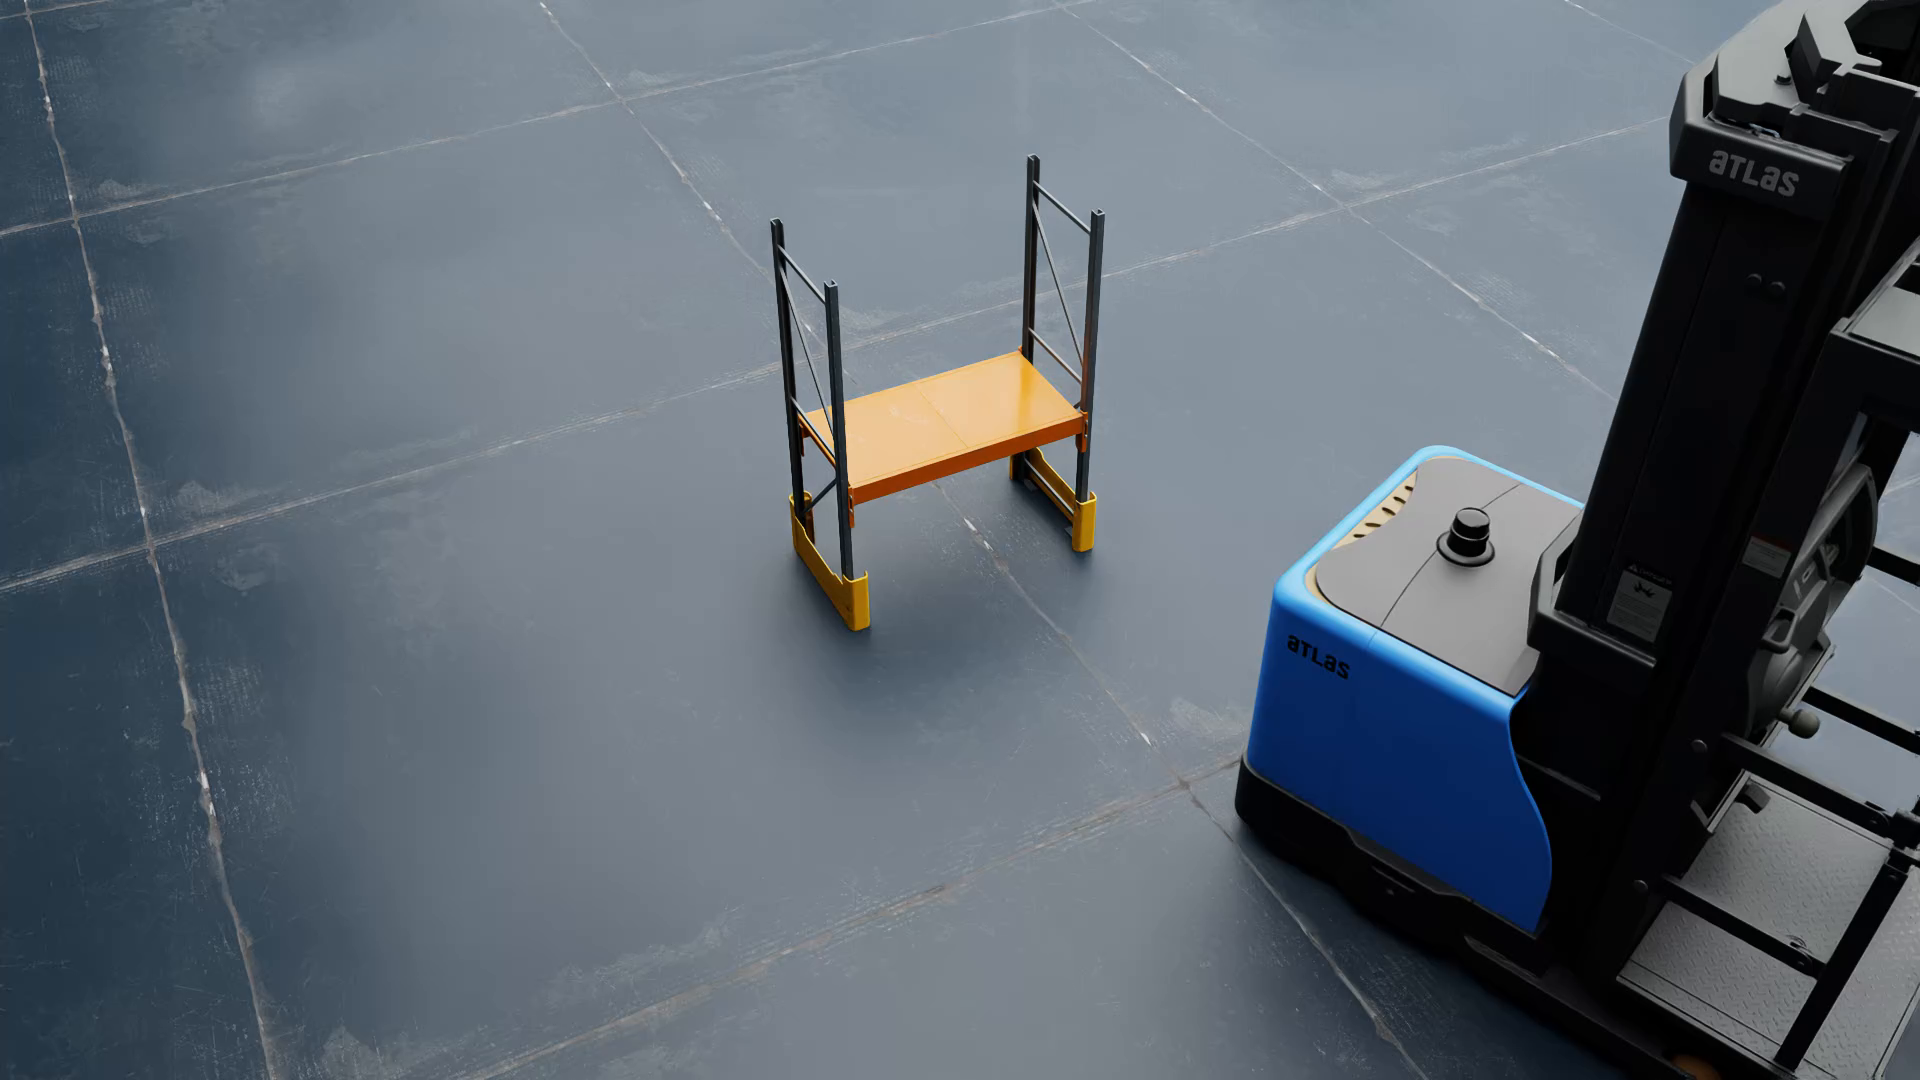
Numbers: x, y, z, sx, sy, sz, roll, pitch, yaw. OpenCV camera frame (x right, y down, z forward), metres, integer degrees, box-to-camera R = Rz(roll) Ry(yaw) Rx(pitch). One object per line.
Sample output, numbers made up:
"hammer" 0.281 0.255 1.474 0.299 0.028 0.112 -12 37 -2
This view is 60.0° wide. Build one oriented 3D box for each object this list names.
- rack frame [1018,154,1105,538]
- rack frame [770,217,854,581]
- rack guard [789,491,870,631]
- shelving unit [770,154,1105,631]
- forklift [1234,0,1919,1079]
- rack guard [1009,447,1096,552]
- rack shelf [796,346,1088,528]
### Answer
"rack frame" 0.375 -0.699 6.415 0.032 1.500 0.500 -19 44 -21
"rack frame" -0.527 -0.395 6.056 0.032 1.500 0.500 -19 44 -21
"rack guard" -0.509 0.076 6.467 0.087 0.250 0.587 -19 44 -21
"shelving unit" -0.068 -0.550 6.239 1.083 1.500 0.587 -19 44 -21
"forklift" 2.365 0.223 4.218 3.031 2.935 1.130 29 48 30
"rack guard" 0.374 -0.221 6.818 0.087 0.250 0.587 -19 44 -21
"rack shelf" -0.076 -0.410 6.352 1.000 0.185 0.538 -19 44 -21
